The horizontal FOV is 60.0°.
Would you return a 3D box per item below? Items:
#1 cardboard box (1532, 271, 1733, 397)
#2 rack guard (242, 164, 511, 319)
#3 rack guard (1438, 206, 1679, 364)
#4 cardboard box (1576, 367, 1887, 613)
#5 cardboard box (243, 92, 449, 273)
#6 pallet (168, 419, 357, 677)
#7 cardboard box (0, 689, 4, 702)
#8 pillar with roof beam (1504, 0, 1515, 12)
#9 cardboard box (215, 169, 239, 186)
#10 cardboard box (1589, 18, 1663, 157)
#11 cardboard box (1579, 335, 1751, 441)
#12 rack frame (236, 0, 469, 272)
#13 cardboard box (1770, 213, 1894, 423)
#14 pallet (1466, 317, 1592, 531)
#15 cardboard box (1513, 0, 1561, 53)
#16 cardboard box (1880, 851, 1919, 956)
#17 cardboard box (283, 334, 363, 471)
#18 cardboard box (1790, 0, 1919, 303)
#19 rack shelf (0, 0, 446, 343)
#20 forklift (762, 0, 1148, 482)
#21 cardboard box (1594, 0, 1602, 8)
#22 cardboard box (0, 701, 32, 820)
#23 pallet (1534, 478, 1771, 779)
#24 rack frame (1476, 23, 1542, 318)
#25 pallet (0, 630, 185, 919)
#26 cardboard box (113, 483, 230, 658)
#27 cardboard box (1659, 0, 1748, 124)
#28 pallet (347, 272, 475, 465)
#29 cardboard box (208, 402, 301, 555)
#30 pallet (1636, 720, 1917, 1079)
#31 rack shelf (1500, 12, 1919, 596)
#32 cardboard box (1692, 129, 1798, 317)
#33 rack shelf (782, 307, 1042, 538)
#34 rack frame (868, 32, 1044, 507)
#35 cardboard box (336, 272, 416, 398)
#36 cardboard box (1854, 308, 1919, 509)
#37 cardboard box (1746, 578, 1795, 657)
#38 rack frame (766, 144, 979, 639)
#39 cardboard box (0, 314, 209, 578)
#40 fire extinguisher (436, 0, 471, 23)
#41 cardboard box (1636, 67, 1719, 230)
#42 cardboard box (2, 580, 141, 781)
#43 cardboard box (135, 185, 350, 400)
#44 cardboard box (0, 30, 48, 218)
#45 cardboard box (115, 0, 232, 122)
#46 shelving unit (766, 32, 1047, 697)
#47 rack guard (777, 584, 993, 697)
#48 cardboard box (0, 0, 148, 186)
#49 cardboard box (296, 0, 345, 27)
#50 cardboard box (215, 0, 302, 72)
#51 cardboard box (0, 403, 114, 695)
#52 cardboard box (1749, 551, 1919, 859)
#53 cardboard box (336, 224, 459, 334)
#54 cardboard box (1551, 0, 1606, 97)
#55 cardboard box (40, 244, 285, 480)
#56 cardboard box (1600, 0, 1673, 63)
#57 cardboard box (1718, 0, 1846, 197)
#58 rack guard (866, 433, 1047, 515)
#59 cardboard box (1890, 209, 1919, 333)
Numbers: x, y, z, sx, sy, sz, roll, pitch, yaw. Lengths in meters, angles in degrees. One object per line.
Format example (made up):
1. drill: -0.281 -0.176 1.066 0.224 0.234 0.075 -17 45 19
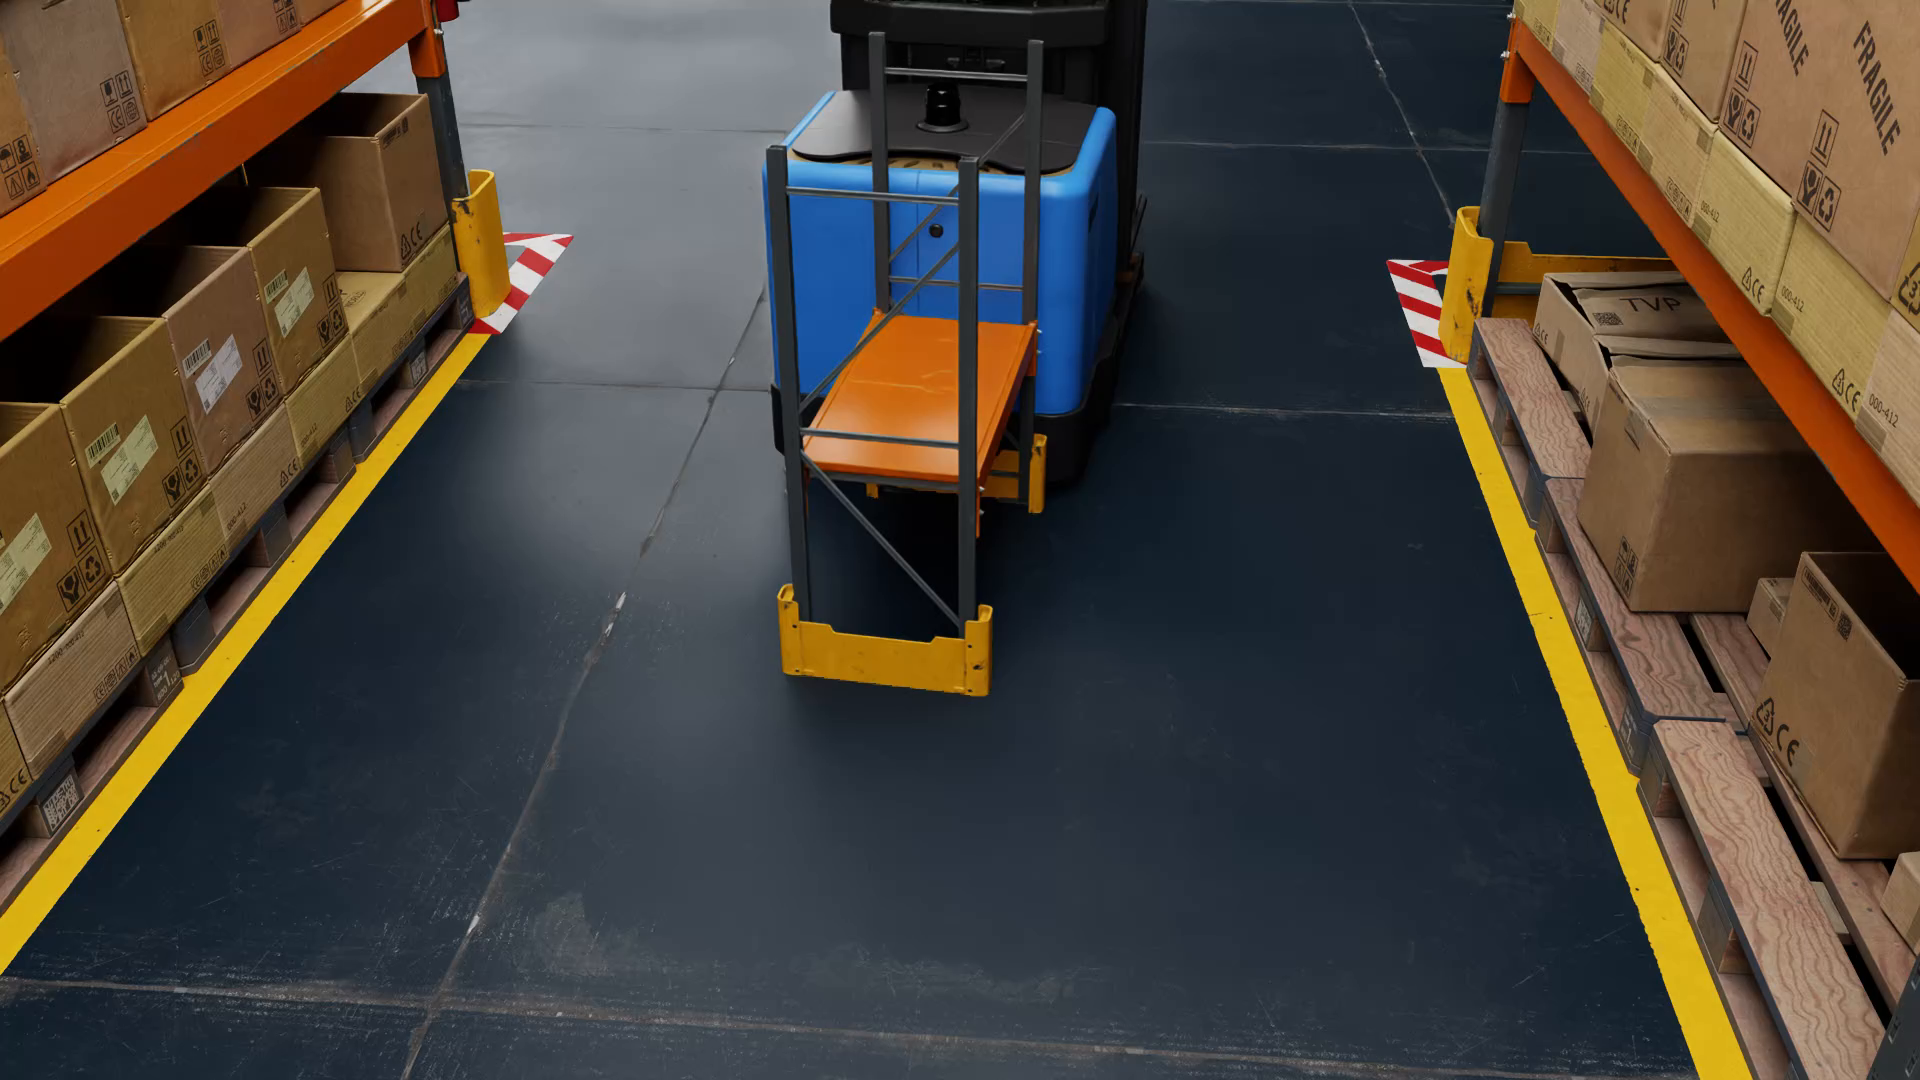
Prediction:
1. cardboard box: 2.327 -0.742 5.739 0.500 0.311 0.500 -1 32 -2
2. rack guard: -2.462 -1.216 6.746 1.175 0.500 0.348 2 32 4
3. rack guard: 2.467 -0.954 6.321 1.175 0.500 0.348 2 32 4
4. cardboard box: 2.171 -0.143 4.586 0.700 0.500 0.500 1 32 1
5. cardboard box: -2.211 -1.301 6.009 0.500 0.500 0.500 2 32 4
6. pallet: -2.587 -0.042 5.117 1.003 0.211 1.213 2 32 4
7. cardboard box: -2.440 0.268 3.462 0.500 0.500 0.500 2 32 4
8. pillar with roof beam: -0.524 -7.530 8.891 9.100 9.000 0.400 2 32 4
9. cardboard box: -2.769 -1.062 5.620 0.500 0.500 0.500 2 32 4
10. cardboard box: 2.042 -1.222 4.498 0.500 0.250 0.500 2 32 3
11. cardboard box: 2.281 -0.444 5.255 0.500 0.311 0.500 5 32 8
12. rack frame: -2.464 -2.267 6.070 1.000 3.000 0.127 2 32 4
13. cardboard box: 1.933 -0.431 3.215 0.500 0.250 0.500 3 32 4
14. pallet: 2.366 -0.407 5.710 1.003 0.211 1.213 2 32 4
15. cardboard box: 2.117 -1.761 5.372 0.500 0.250 0.500 2 32 3
16. cardboard box: 2.161 0.772 3.420 0.380 0.166 0.250 -2 32 -2
17. cardboard box: -2.281 -0.459 5.356 0.500 0.250 0.500 2 32 4
18. cardboard box: 1.913 -0.751 3.019 0.500 0.500 0.500 2 32 4
19. rack shelf: -2.627 -0.915 4.562 1.077 0.370 4.000 2 32 4
20. forklift: 0.156 -2.197 6.022 1.130 2.935 3.031 6 32 9
21. cardboard box: 2.085 -1.827 4.764 0.500 0.500 0.500 3 32 4
22. cardboard box: -2.450 0.587 3.659 0.500 0.250 0.500 2 32 4
23. pallet: 2.264 0.229 4.677 1.003 0.211 1.213 2 32 4
24. rack frame: 2.473 -2.058 5.730 1.000 3.000 0.127 2 32 4
25. pallet: -2.684 0.597 4.079 1.003 0.211 1.213 2 32 4
26. cardboard box: -2.358 0.064 4.507 0.500 0.250 0.500 2 32 4
27. cardboard box: 2.006 -1.286 3.887 0.500 0.500 0.500 3 32 6
28. pallet: -2.485 -0.678 6.150 1.003 0.211 1.213 2 32 4
29. cardboard box: -2.324 -0.197 4.932 0.500 0.250 0.500 2 32 4
30. pallet: 2.167 0.869 3.639 1.003 0.211 1.213 2 32 4
31. rack shelf: 2.310 -0.705 4.221 1.077 0.370 4.000 2 32 4
32. cardboard box: 1.958 -0.695 3.643 0.500 0.250 0.500 2 32 4
33. rack shelf: -0.108 -0.364 4.755 0.538 0.185 1.000 6 32 9
34. rack frame: -0.012 -0.779 5.085 0.500 1.500 0.032 6 32 9
35. cardboard box: -2.242 -0.720 5.780 0.500 0.250 0.500 2 32 4
36. cardboard box: 1.884 -0.171 2.793 0.500 0.250 0.500 3 32 4
37. cardboard box: 2.298 0.225 4.324 0.380 0.149 0.250 0 32 0
38. rack frame: -0.205 -0.256 4.235 0.500 1.500 0.032 6 32 9
39. cardboard box: -2.359 -0.255 4.311 0.500 0.500 0.500 2 32 4
40. fire extinguisher: -1.992 -2.276 6.158 0.296 0.674 0.183 2 32 4
41. cardboard box: 1.998 -0.958 4.069 0.500 0.250 0.500 3 32 4
42. cardboard box: -2.404 0.325 4.083 0.500 0.250 0.500 2 32 4
43. cardboard box: -2.278 -0.778 5.159 0.500 0.500 0.500 2 32 4
44. cardboard box: -2.679 -0.989 3.900 0.700 0.500 0.500 3 32 5
45. cardboard box: -2.599 -1.532 4.781 0.700 0.500 0.500 3 32 4
46. shelving unit: -0.110 -0.513 4.653 0.587 1.500 1.083 6 32 9
47. rack guard: -0.204 0.276 4.564 0.587 0.250 0.087 6 32 9
48. cardboard box: -2.638 -1.257 4.335 0.700 0.500 0.500 3 32 5
49. cardboard box: -2.515 -2.066 5.648 0.700 0.500 0.500 2 32 4
50. cardboard box: -2.553 -1.791 5.202 0.700 0.500 0.500 3 32 5
51. cardboard box: -2.407 0.006 3.887 0.500 0.500 0.500 2 32 4
52. cardboard box: 2.192 0.367 3.759 0.500 0.500 0.500 0 32 0
53. cardboard box: -2.214 -0.982 6.205 0.500 0.250 0.500 2 32 4
54. cardboard box: 2.089 -1.488 4.930 0.500 0.250 0.500 2 32 2
55. cardboard box: -2.320 -0.517 4.735 0.500 0.500 0.500 2 32 4
56. cardboard box: 2.036 -1.557 4.326 0.500 0.500 0.500 1 32 2
57. cardboard box: 1.964 -1.014 3.446 0.500 0.500 0.500 2 32 3
58. rack guard: -0.015 -0.237 5.397 0.587 0.250 0.087 6 32 9
59. cardboard box: 1.878 -0.490 2.596 0.500 0.500 0.500 2 32 4
